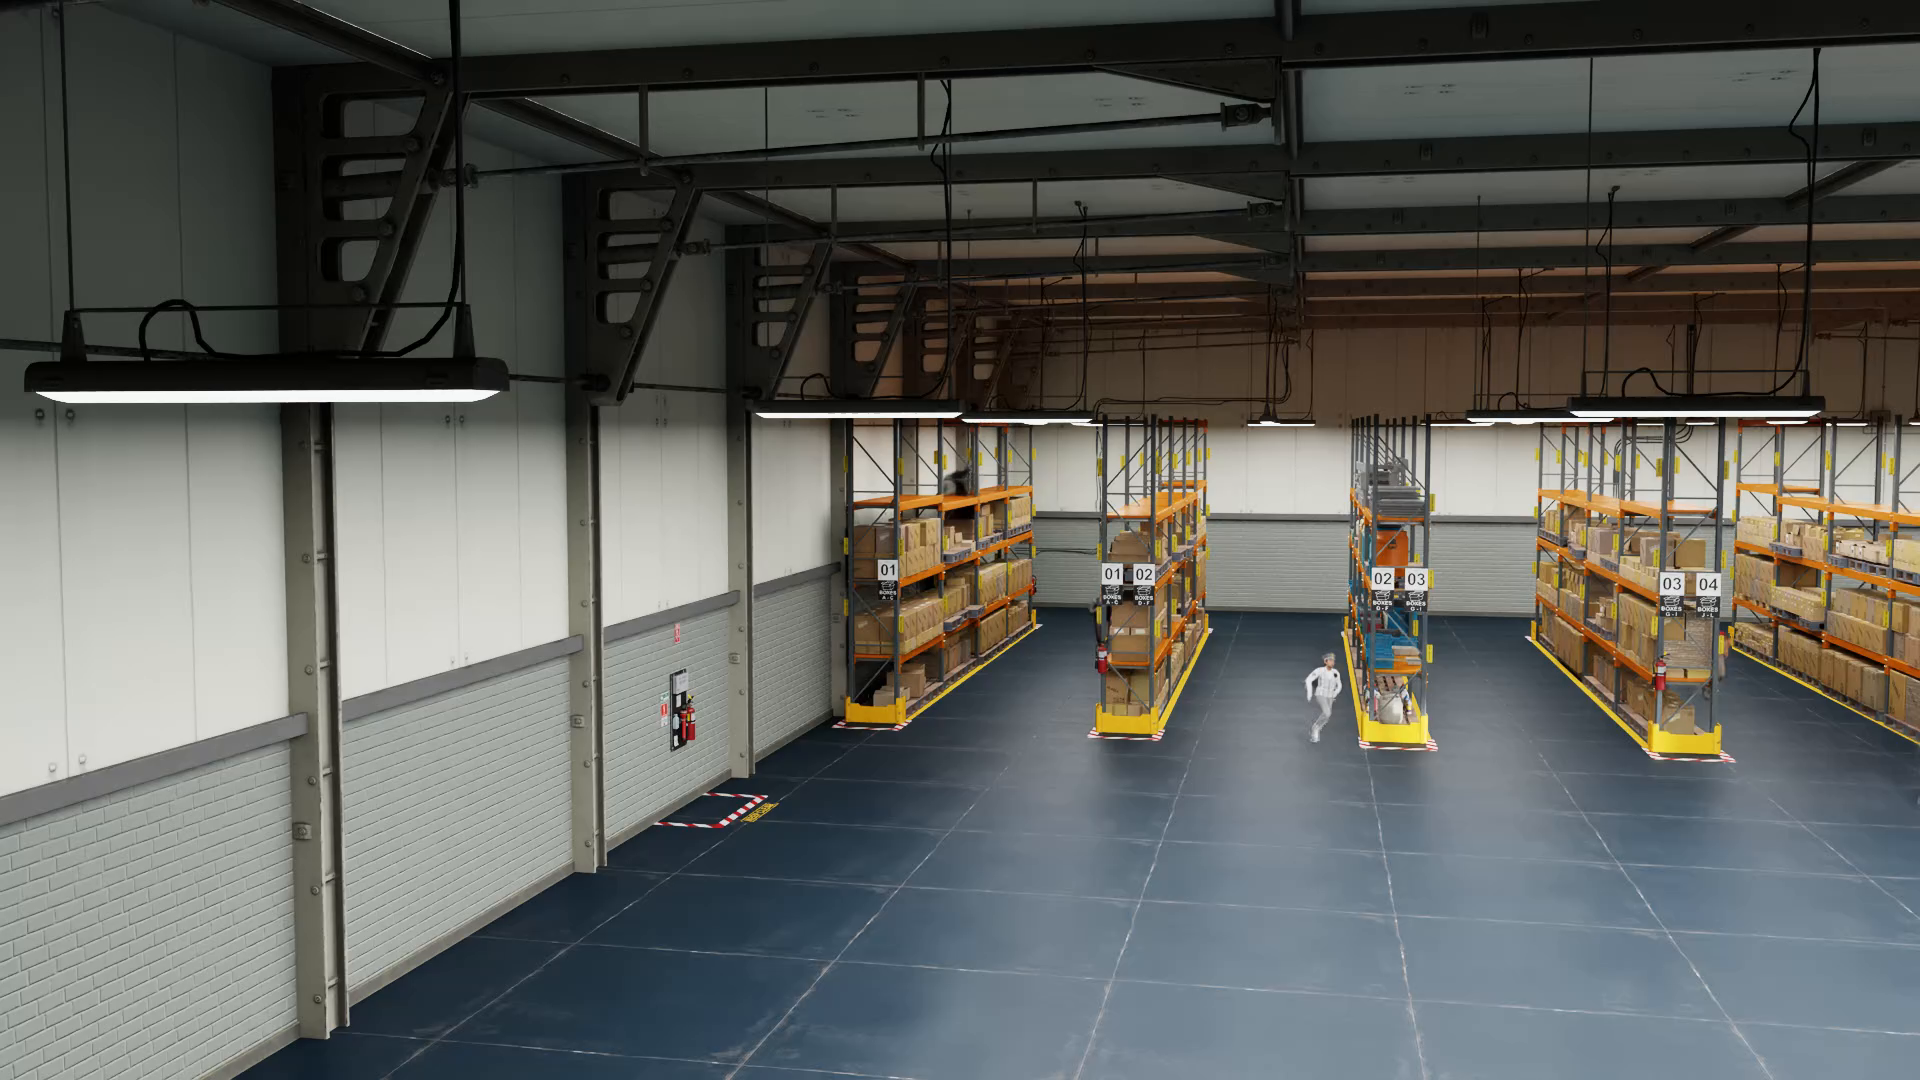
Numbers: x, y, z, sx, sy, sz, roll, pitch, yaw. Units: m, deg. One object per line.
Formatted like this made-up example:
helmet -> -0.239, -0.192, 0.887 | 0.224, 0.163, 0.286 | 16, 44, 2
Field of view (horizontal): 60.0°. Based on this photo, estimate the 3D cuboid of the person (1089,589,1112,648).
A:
person -> 3.565, 2.062, 41.657 | 0.666, 1.703, 0.922 | 1, 4, 8

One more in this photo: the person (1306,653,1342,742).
person -> 6.692, 2.878, 30.318 | 0.614, 1.625, 0.580 | -1, 4, -14

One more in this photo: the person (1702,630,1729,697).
person -> 16.017, 2.526, 35.314 | 0.683, 1.683, 0.747 | 1, 4, 11
